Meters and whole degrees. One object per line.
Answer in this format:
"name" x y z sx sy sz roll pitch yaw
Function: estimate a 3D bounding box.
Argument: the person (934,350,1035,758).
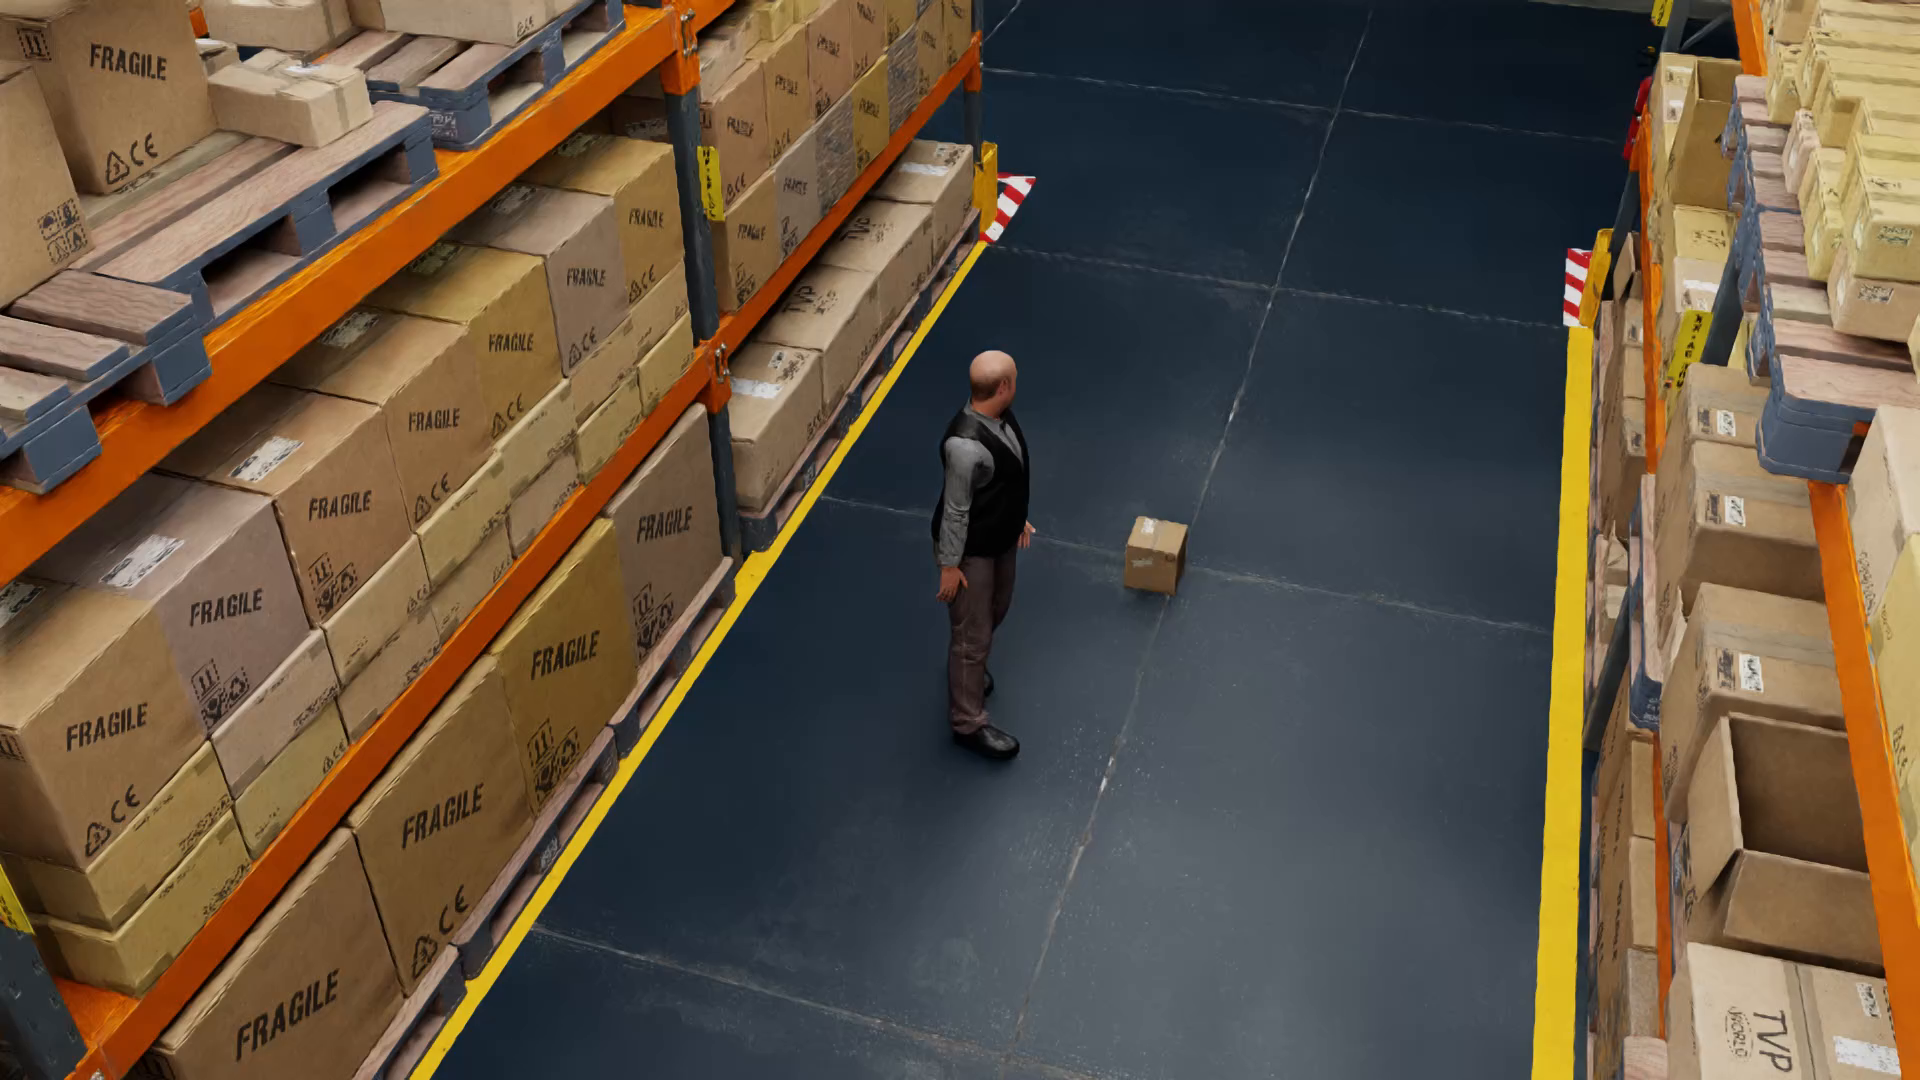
"person" 0.124 0.039 6.891 0.551 1.712 0.661 17 40 21
